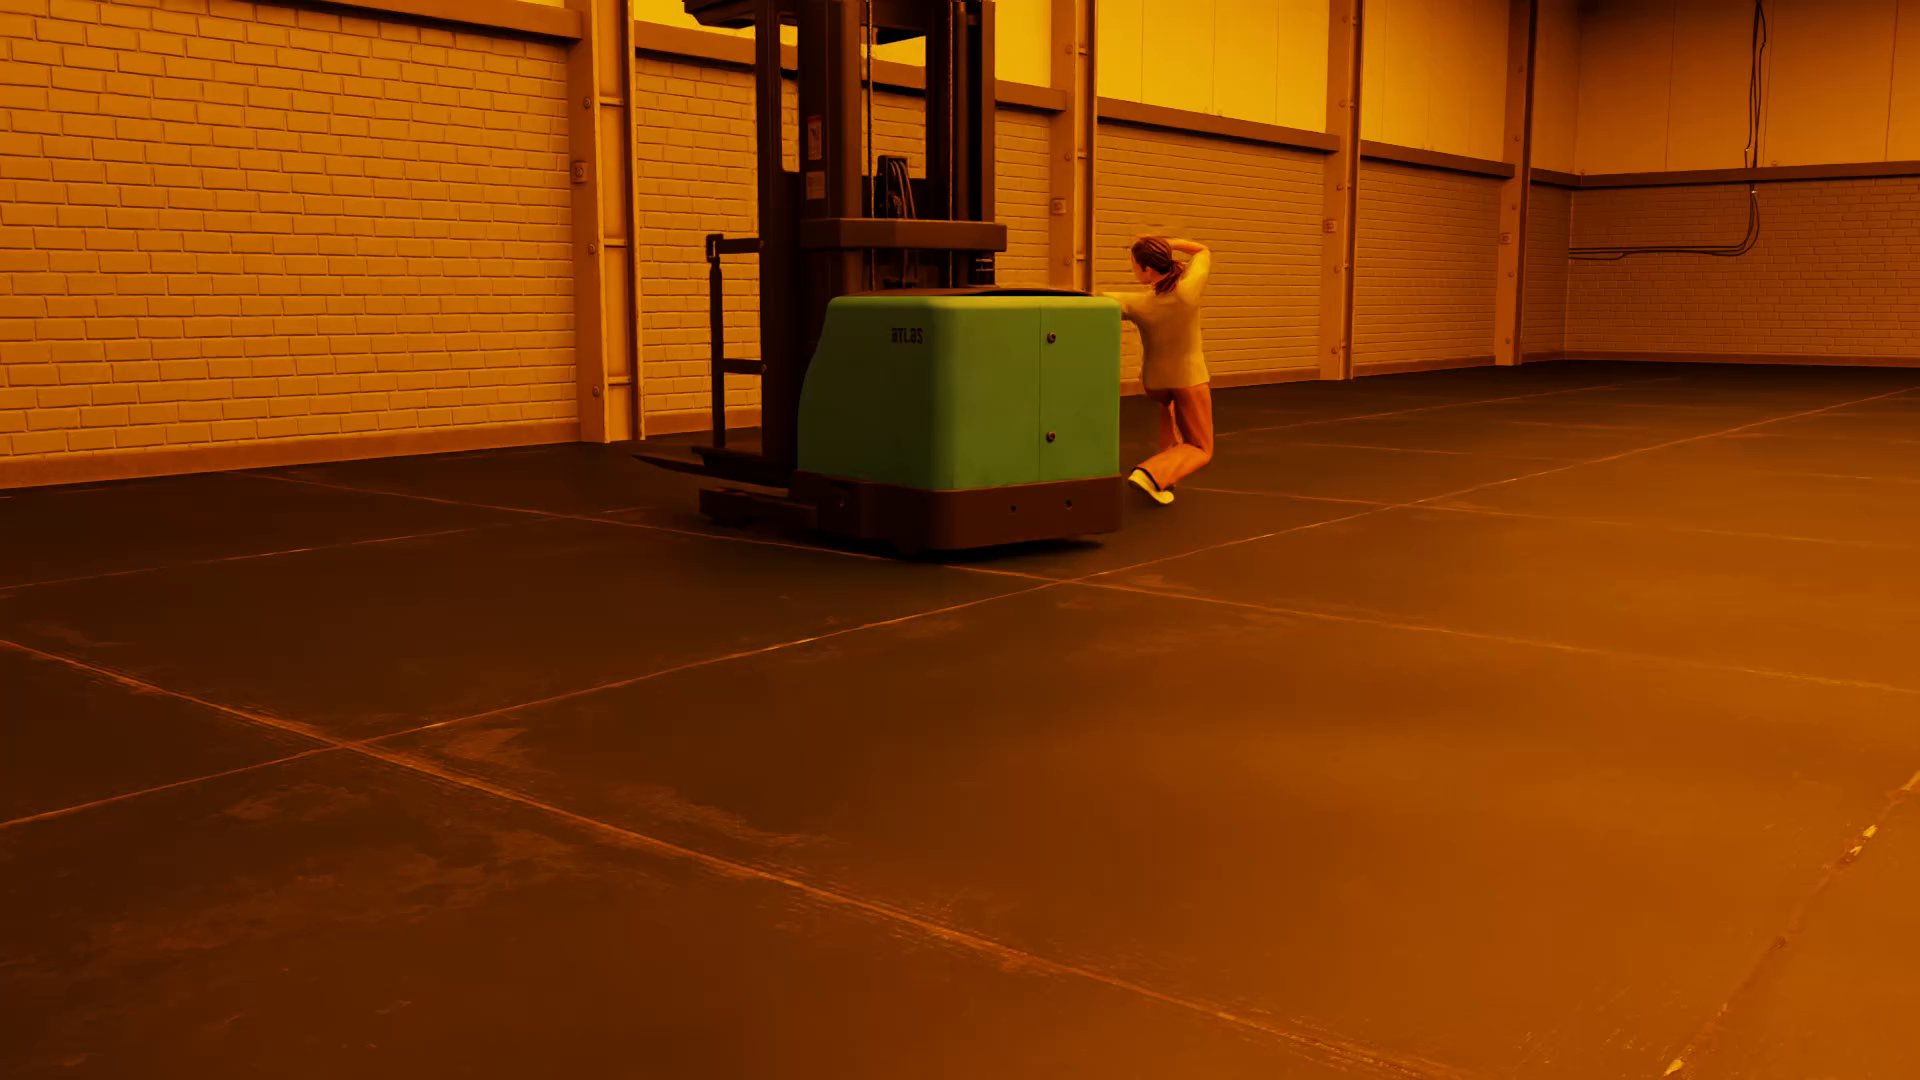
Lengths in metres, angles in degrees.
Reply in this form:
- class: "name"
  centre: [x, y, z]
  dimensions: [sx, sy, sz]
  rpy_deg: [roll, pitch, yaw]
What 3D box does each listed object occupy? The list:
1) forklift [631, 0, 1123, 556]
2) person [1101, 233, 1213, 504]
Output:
- class: "forklift"
  centre: [-0.597, -1.551, 7.880]
  dimensions: [1.130, 2.935, 3.031]
  rpy_deg: [-6, 11, -38]
- class: "person"
  centre: [0.877, -0.918, 8.867]
  dimensions: [0.959, 1.408, 0.871]
  rpy_deg: [3, 9, 21]
